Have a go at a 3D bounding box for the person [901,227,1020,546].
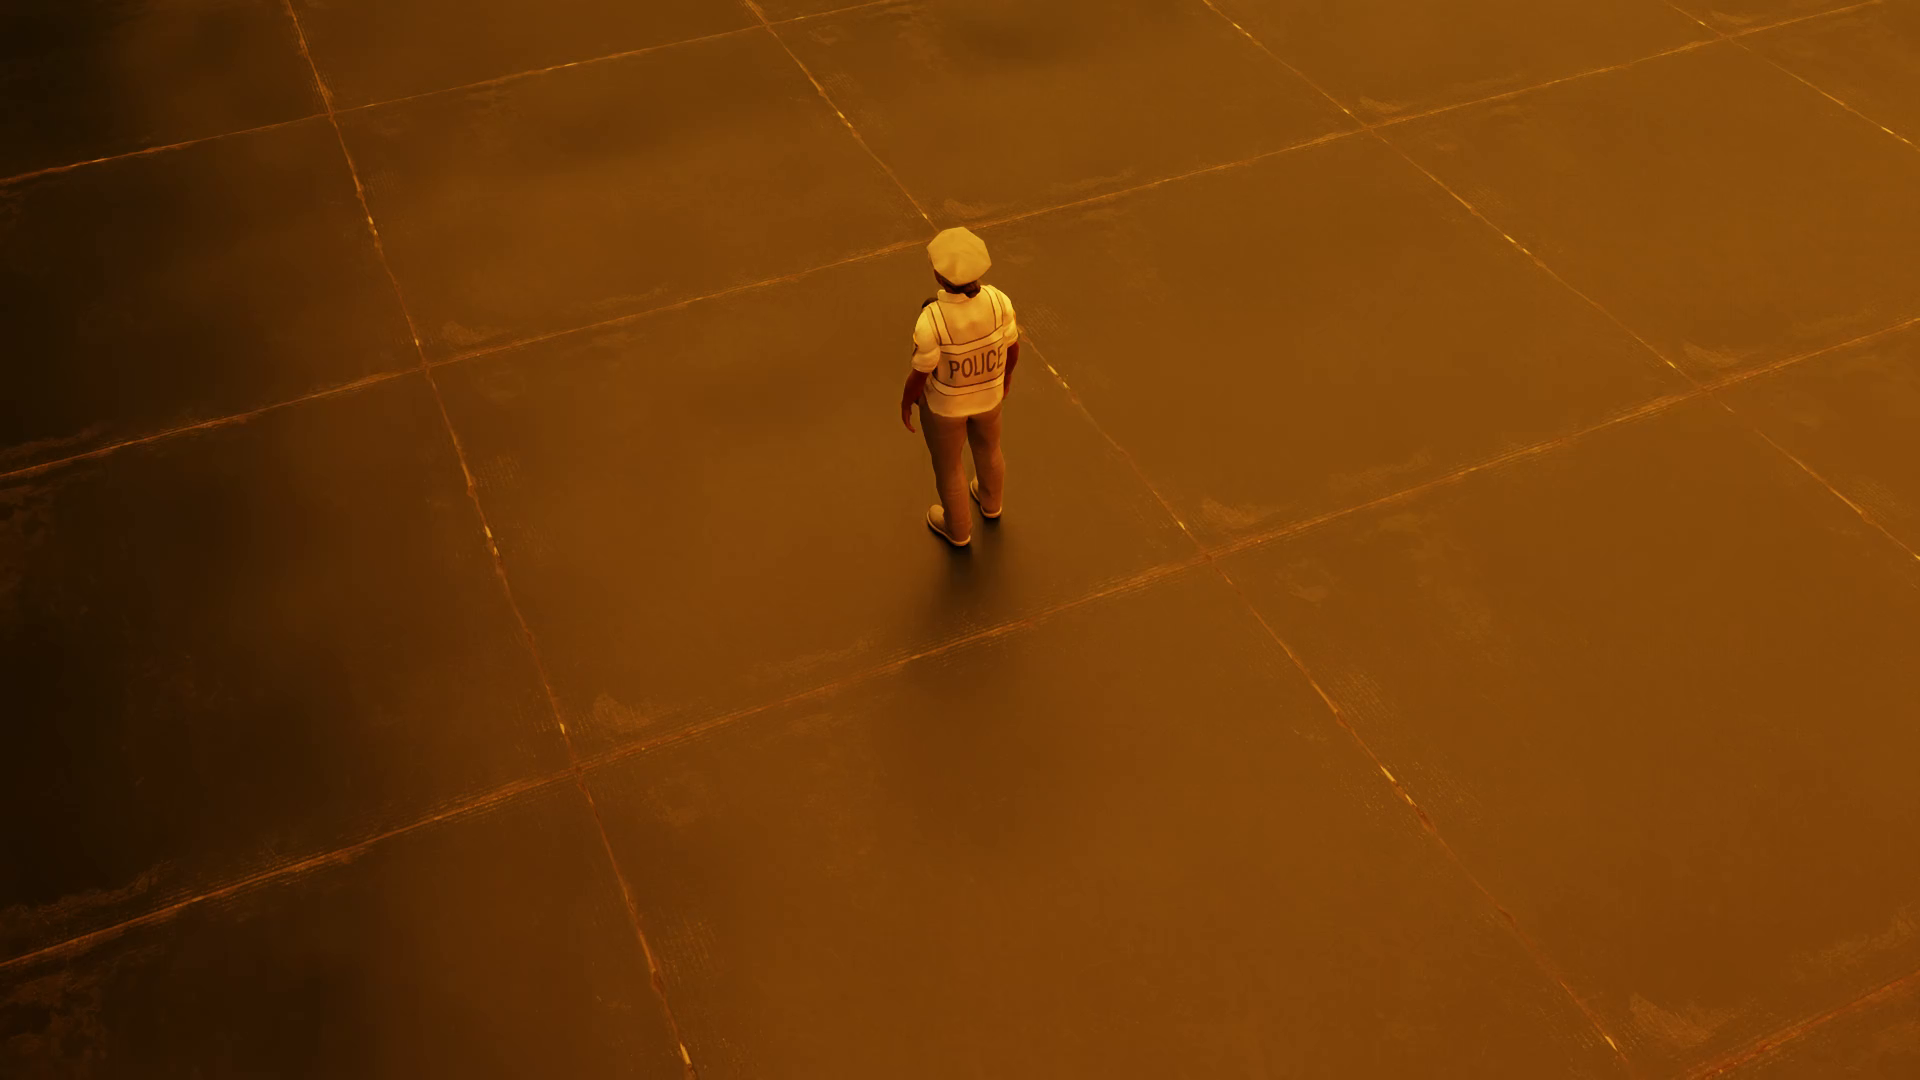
[{"bbox_3d":[-0.013,-0.677,7.301,0.569,1.695,0.530,-18,46,-18],"label":"person"}]
